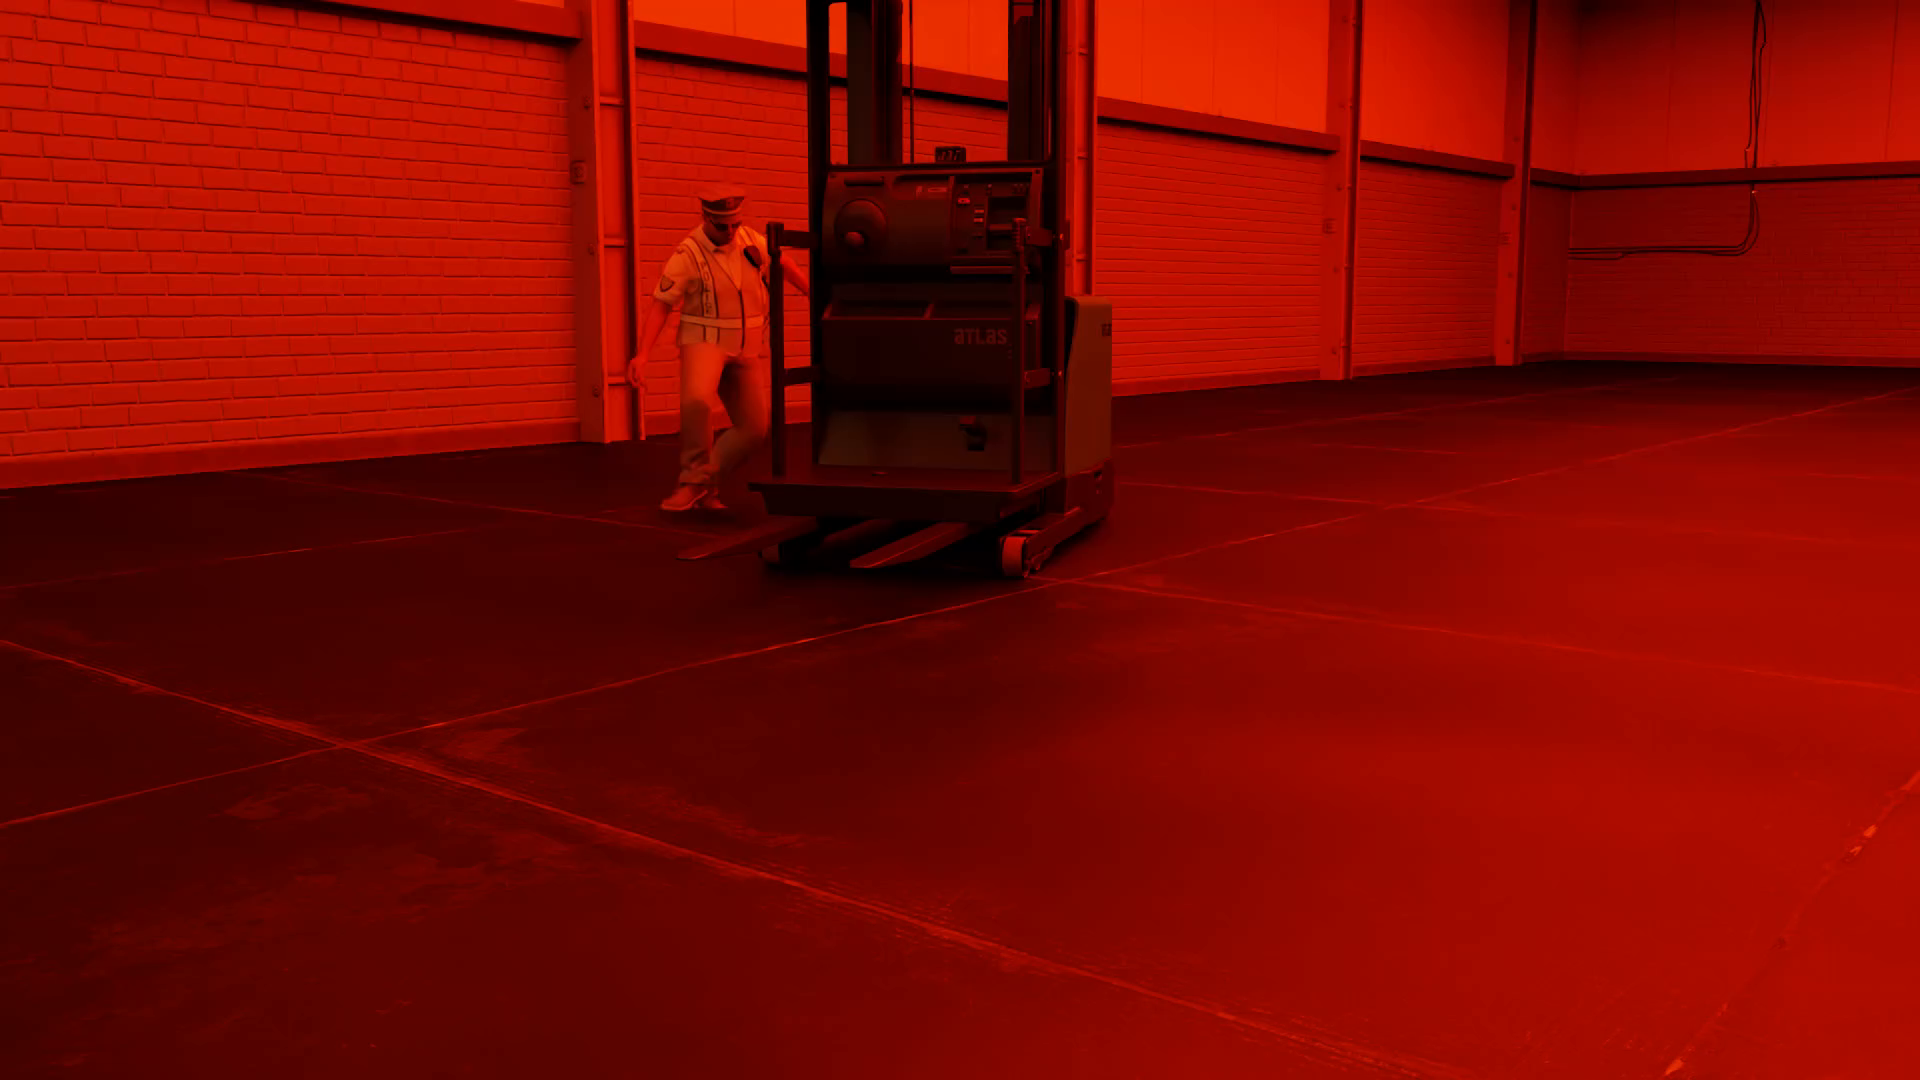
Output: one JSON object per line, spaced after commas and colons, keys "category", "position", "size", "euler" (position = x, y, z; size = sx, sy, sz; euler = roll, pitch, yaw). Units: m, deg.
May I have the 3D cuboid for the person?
{"category": "person", "position": [-1.134, -0.921, 8.372], "size": [0.590, 1.683, 1.187], "euler": [8, 12, 44]}

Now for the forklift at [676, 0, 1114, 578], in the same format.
{"category": "forklift", "position": [-0.176, -1.366, 6.616], "size": [1.130, 2.935, 3.031], "euler": [3, 9, 17]}
